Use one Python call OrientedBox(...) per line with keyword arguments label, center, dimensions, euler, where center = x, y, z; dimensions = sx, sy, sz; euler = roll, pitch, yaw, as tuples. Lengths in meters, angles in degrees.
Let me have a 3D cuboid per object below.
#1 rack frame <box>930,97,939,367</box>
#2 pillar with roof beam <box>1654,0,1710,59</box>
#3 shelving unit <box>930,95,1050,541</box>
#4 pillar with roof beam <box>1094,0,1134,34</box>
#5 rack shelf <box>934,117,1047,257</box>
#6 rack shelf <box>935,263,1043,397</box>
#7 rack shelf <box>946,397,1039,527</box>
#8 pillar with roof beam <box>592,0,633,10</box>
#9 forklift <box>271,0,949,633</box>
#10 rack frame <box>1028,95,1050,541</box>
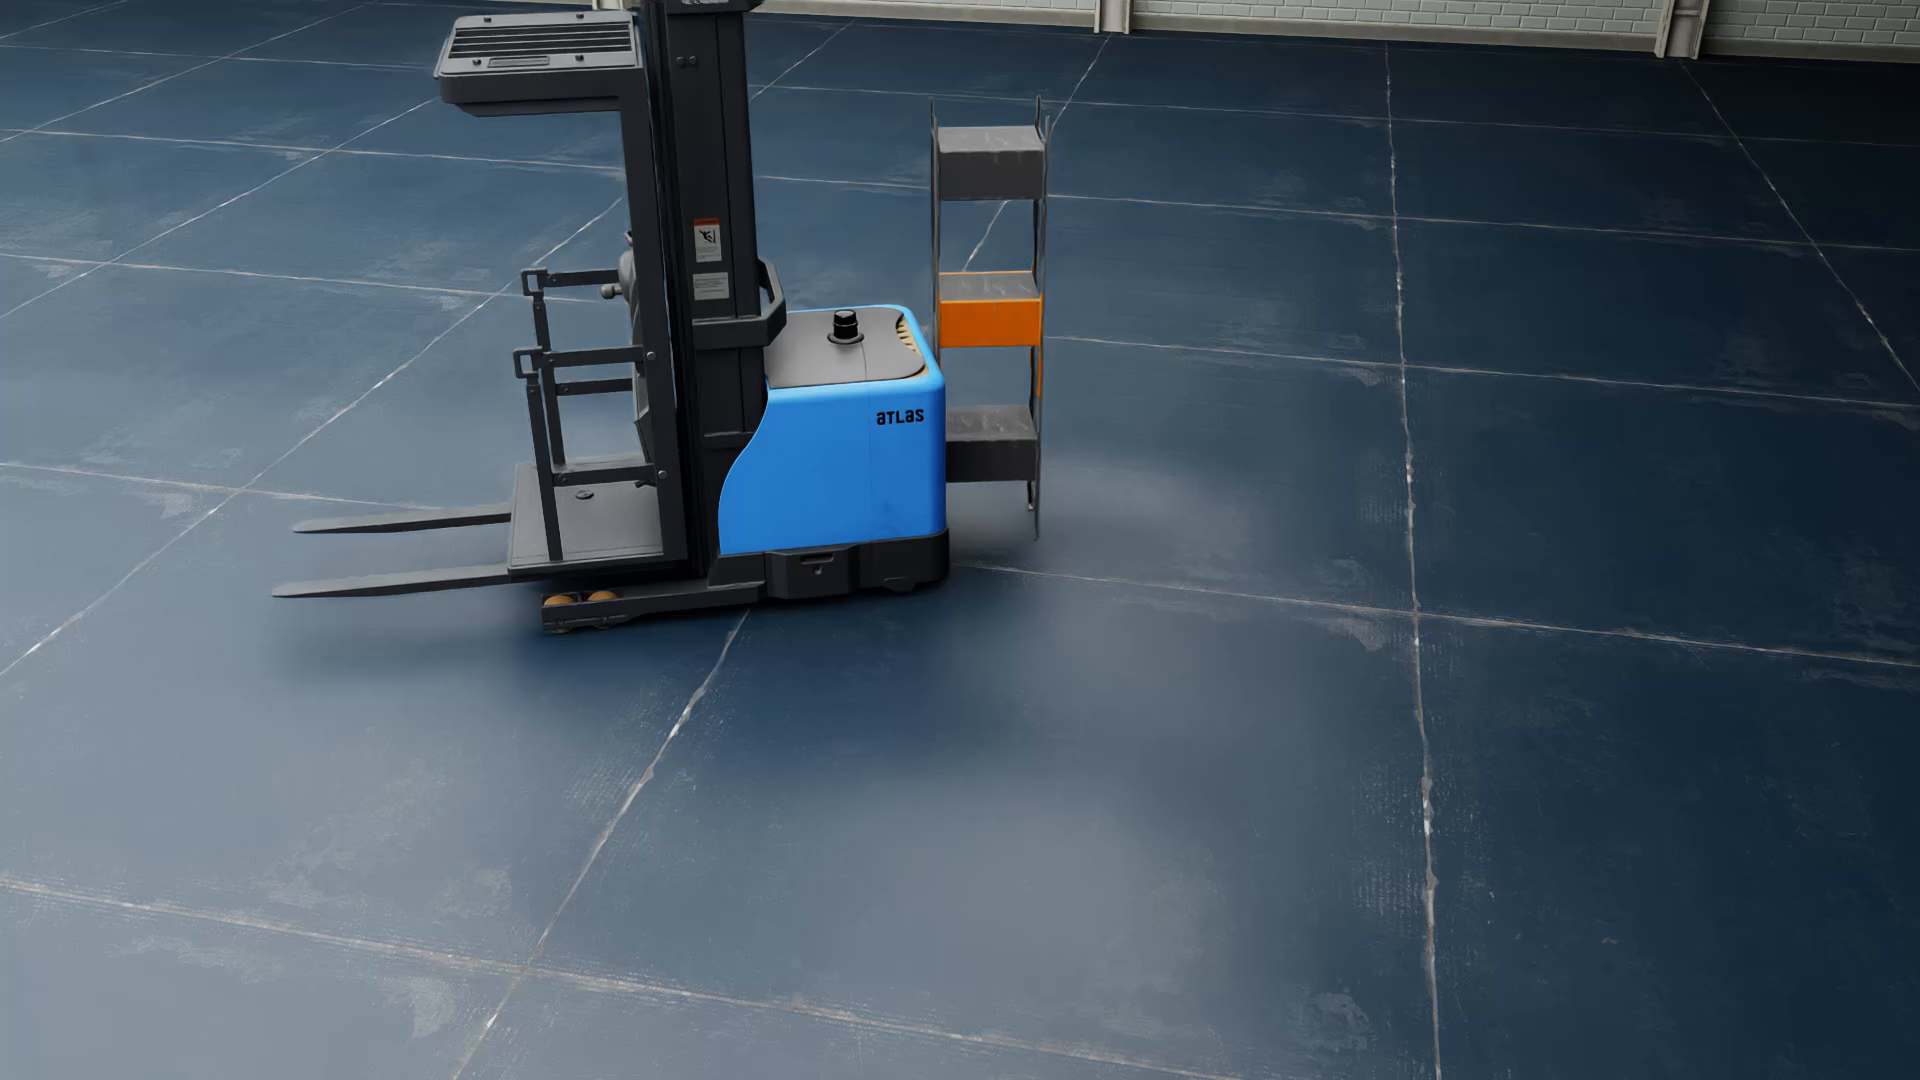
OrientedBox(label="rack frame", center=(-0.116, -0.999, 7.888), dimensions=(0.015, 2.100, 0.400), euler=(-2, 29, -3))
OrientedBox(label="pillar with roof beam", center=(6.698, -7.072, 11.798), dimensions=(0.400, 9.000, 9.100), euler=(6, 29, 11))
OrientedBox(label="shelving unit", center=(0.127, -1.006, 7.902), dimensions=(0.503, 2.100, 0.431), euler=(-2, 29, -3))
OrientedBox(label="pillar with roof beam", center=(0.830, -7.674, 12.897), dimensions=(0.400, 9.000, 9.100), euler=(6, 29, 11))
OrientedBox(label="rack shelf", center=(0.127, -1.608, 7.572), dimensions=(0.480, 0.518, 0.431), euler=(-2, 29, -3))
OrientedBox(label="rack shelf", center=(0.127, -0.994, 7.908), dimensions=(0.480, 0.518, 0.431), euler=(-2, 29, -3))
OrientedBox(label="rack shelf", center=(0.127, -0.380, 8.245), dimensions=(0.480, 0.518, 0.431), euler=(-2, 29, -3))
OrientedBox(label="pillar with roof beam", center=(-5.038, -8.276, 13.996), dimensions=(0.400, 9.000, 9.100), euler=(6, 29, 11))
OrientedBox(label="forklift", center=(-1.621, -1.144, 7.287), dimensions=(3.031, 2.935, 1.130), euler=(-5, 29, -10))
OrientedBox(label="rack frame", center=(0.371, -1.014, 7.916), dimensions=(0.015, 2.100, 0.400), euler=(-2, 29, -3))
